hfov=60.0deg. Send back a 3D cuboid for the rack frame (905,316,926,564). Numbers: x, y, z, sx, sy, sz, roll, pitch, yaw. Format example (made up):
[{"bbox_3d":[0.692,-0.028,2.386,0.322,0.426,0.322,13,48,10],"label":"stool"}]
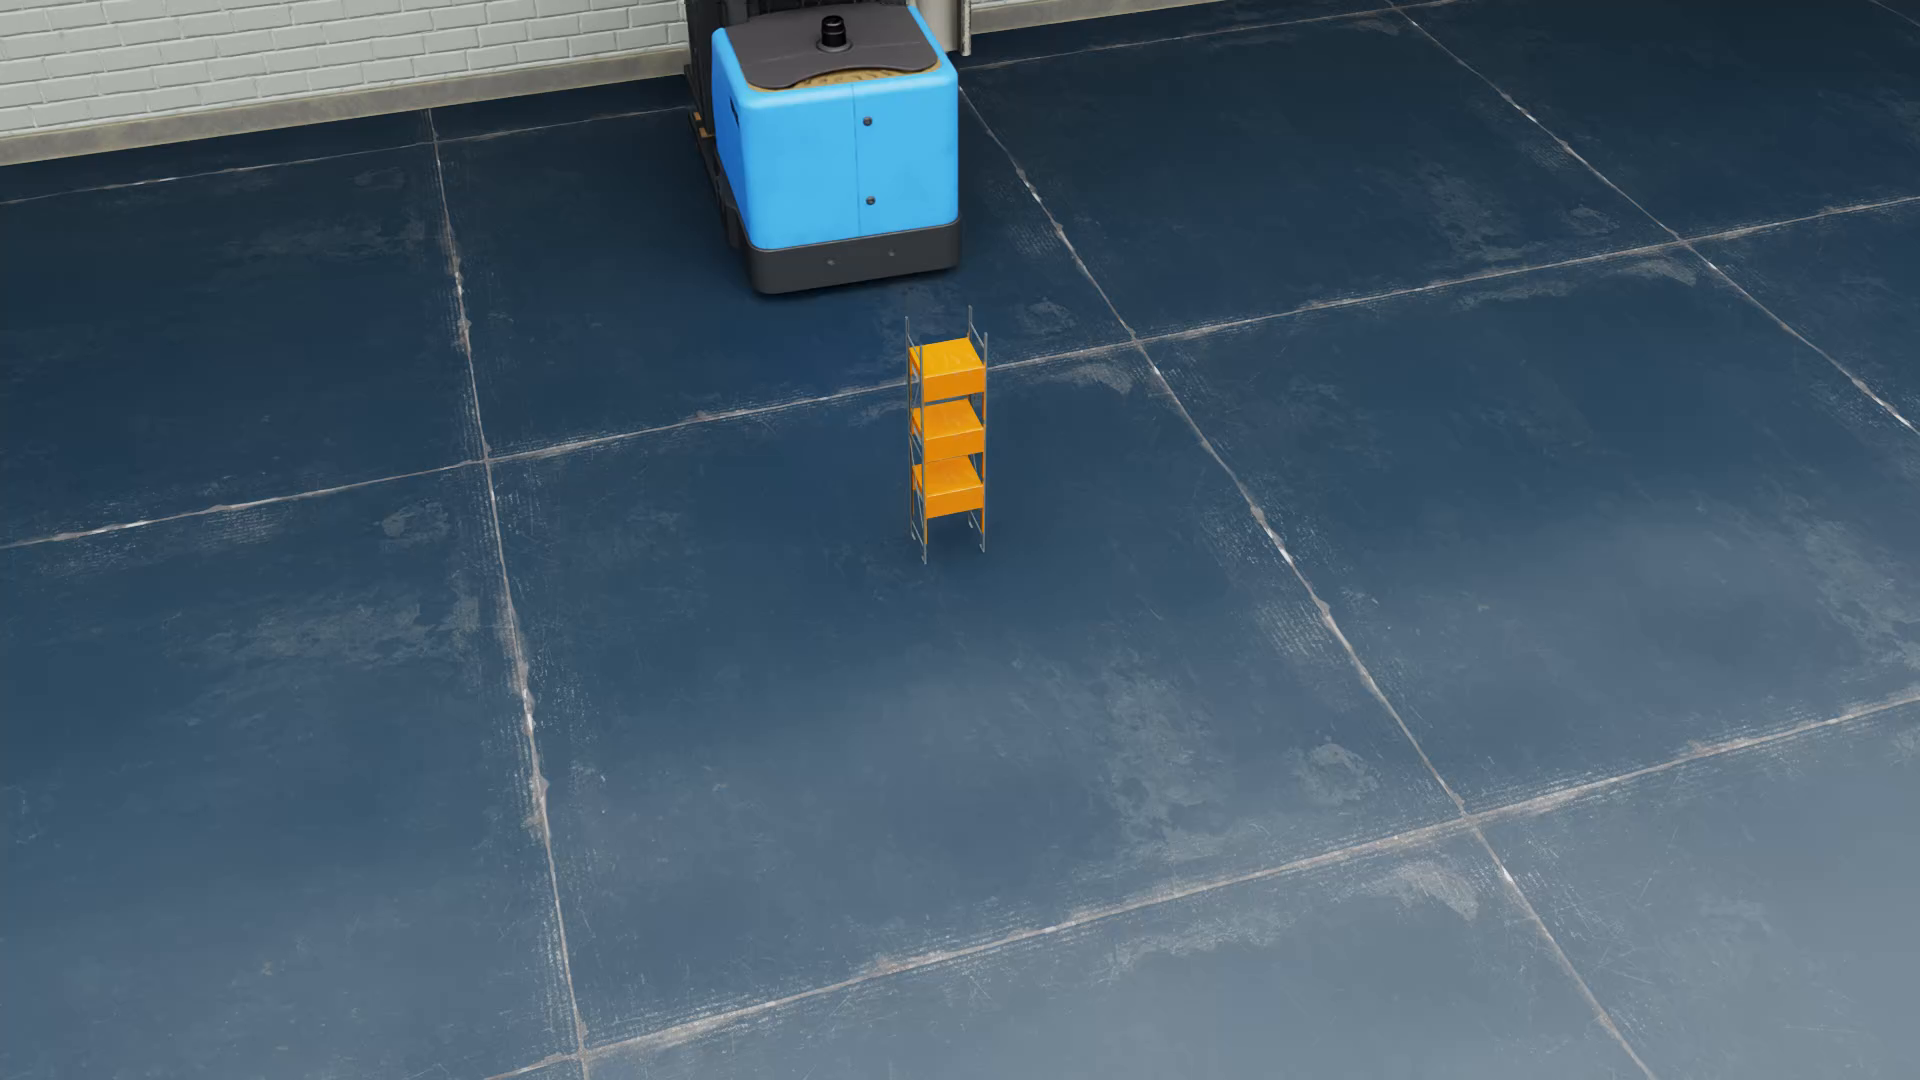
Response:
[{"bbox_3d":[-0.167,-0.361,6.365,0.008,1.050,0.200,-12,42,-13],"label":"rack frame"}]

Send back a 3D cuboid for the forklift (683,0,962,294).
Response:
[{"bbox_3d":[-0.885,-3.267,8.262,1.130,2.935,3.031,-11,42,-12],"label":"forklift"}]

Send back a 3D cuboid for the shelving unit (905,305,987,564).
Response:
[{"bbox_3d":[-0.051,-0.385,6.392,0.252,1.050,0.215,-12,42,-13],"label":"shelving unit"}]

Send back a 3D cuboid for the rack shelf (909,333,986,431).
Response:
[{"bbox_3d":[-0.051,-0.591,6.213,0.240,0.259,0.215,-12,42,-13],"label":"rack shelf"}]

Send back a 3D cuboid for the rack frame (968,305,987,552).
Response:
[{"bbox_3d":[0.065,-0.409,6.420,0.008,1.050,0.200,-12,42,-13],"label":"rack frame"}]

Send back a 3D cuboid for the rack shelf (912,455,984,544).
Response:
[{"bbox_3d":[-0.051,-0.168,6.582,0.240,0.259,0.215,-12,42,-13],"label":"rack shelf"}]

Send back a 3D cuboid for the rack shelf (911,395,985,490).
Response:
[{"bbox_3d":[-0.051,-0.377,6.399,0.240,0.259,0.215,-12,42,-13],"label":"rack shelf"}]

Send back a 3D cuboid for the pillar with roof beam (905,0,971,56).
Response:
[{"bbox_3d":[1.126,-3.702,4.148,0.400,9.000,9.100,-12,42,-13],"label":"pillar with roof beam"}]
